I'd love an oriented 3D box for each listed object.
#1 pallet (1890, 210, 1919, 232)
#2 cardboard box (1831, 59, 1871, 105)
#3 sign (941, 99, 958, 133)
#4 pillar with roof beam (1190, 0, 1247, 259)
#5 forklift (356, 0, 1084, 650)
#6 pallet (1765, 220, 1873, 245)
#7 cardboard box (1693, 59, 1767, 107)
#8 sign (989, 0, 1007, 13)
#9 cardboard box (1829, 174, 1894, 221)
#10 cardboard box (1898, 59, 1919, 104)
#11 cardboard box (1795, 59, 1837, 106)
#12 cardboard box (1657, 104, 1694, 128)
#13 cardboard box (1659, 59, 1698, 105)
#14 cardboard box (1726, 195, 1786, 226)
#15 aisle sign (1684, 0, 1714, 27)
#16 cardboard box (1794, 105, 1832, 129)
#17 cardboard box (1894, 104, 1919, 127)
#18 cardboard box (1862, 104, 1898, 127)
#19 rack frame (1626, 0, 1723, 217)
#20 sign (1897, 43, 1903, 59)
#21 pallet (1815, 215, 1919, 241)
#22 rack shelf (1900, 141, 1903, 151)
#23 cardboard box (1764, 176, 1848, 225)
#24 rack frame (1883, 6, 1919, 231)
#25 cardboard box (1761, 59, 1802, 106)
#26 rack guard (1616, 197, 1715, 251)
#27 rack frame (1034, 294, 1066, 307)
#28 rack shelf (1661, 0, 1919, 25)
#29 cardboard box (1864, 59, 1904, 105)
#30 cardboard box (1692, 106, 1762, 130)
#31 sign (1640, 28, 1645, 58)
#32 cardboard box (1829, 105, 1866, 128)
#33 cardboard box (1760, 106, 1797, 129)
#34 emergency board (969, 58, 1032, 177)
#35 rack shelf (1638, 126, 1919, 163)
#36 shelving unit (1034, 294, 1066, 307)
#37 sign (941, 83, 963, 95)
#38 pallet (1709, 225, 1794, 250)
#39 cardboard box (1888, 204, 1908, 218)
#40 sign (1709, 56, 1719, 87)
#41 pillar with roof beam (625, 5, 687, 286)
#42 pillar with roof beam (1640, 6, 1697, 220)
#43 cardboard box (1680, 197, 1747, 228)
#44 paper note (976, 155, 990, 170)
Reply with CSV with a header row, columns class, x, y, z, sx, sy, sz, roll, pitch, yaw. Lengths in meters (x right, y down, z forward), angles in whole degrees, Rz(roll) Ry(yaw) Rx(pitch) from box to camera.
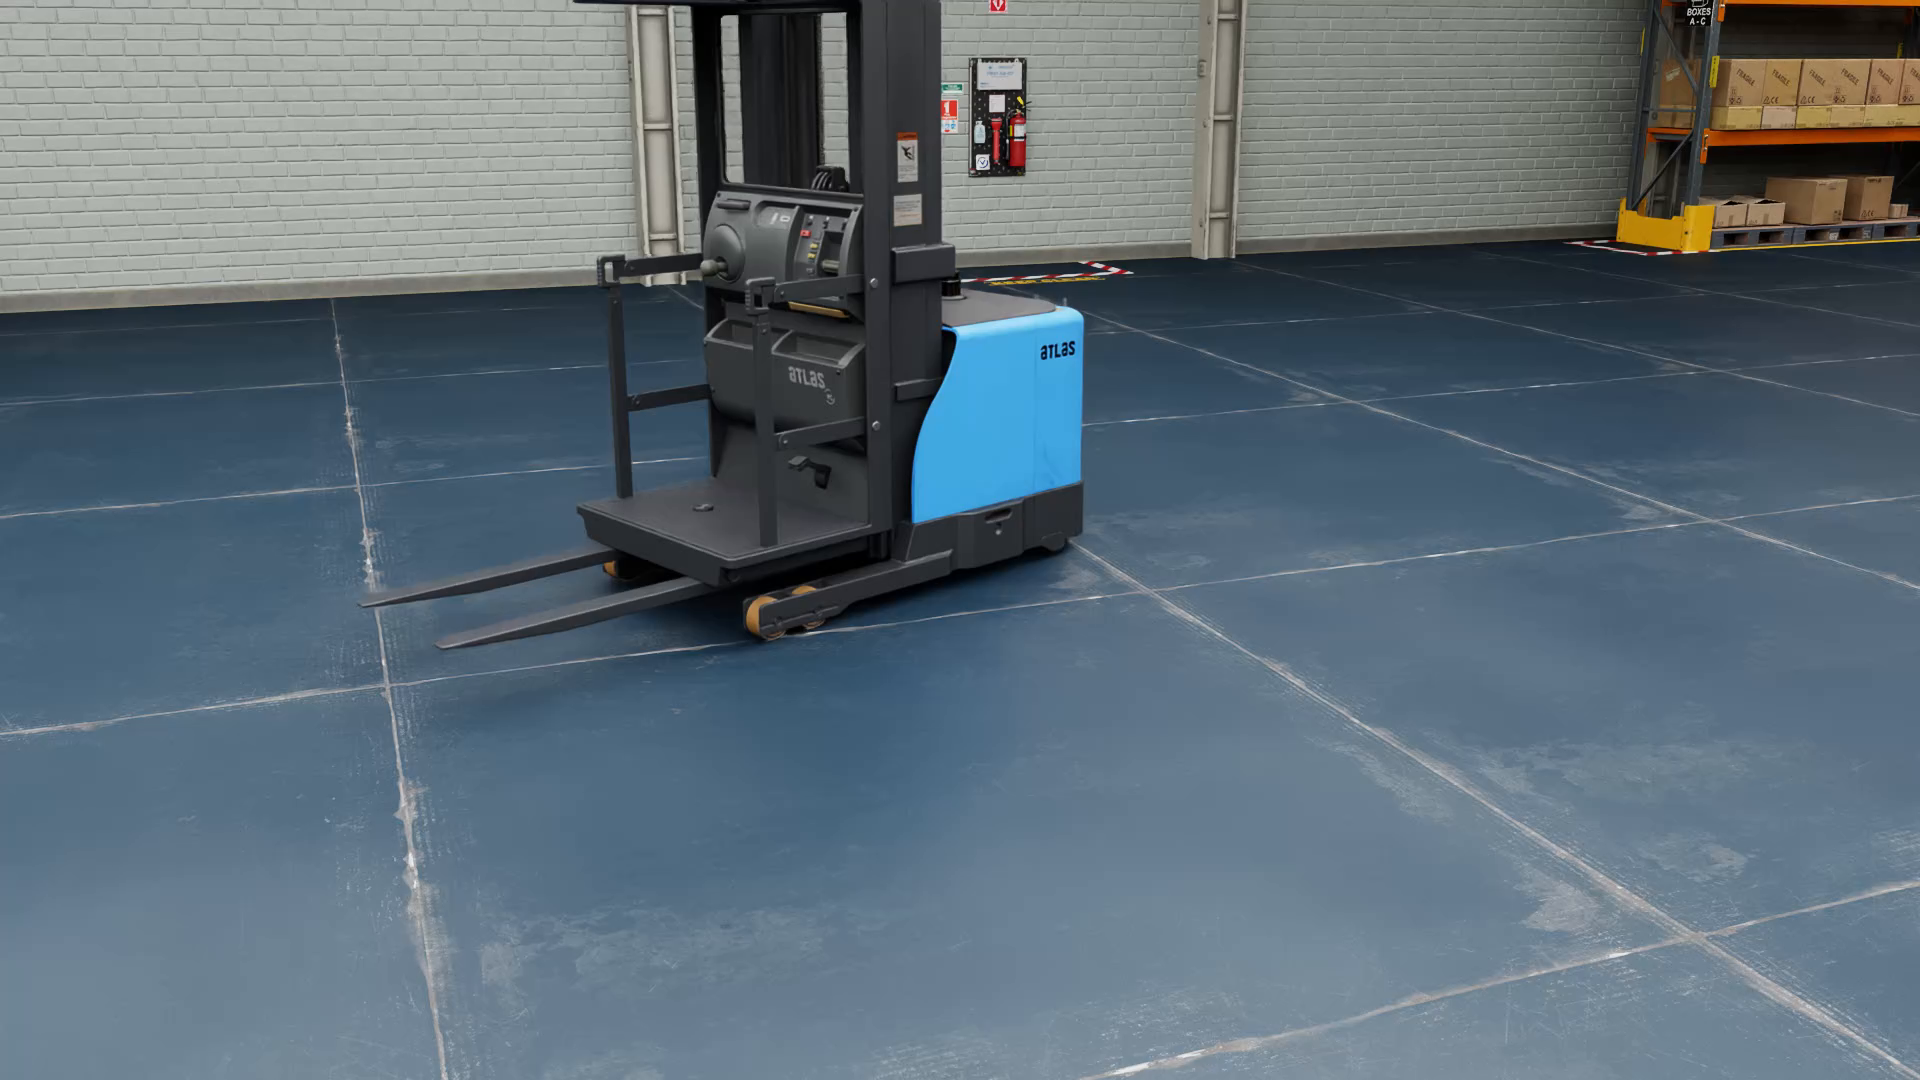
class,x,y,z,sx,sy,sz,roll,pitch,yaw
pallet,12.465,-3.965,20.725,1.213,0.211,1.003,-6,17,-20
cardboard box,9.984,-5.240,19.017,0.500,0.500,0.500,-6,17,-18
sign,-0.130,-4.263,16.728,0.234,0.329,0.001,-6,17,-20
pillar with roof beam,4.285,-6.259,12.943,0.400,9.000,9.100,-6,17,-20
forklift,-0.865,-1.190,6.449,3.031,2.935,1.130,-15,22,-41
pallet,9.983,-3.685,19.771,1.213,0.211,1.003,-6,17,-20
cardboard box,8.557,-5.087,18.497,0.500,0.500,0.500,-6,17,-20
sign,0.380,-5.412,16.591,0.199,0.298,0.001,-6,17,-20
cardboard box,10.784,-4.120,19.961,0.500,0.500,0.500,-8,18,-24
cardboard box,10.944,-5.340,19.360,0.500,0.500,0.500,-6,17,-20
cardboard box,9.506,-5.185,18.830,0.500,0.500,0.500,-7,18,-22
cardboard box,8.370,-4.856,19.042,0.500,0.250,0.500,-6,17,-19
cardboard box,8.367,-5.221,18.955,0.500,0.500,0.500,-6,18,-21
cardboard box,9.214,-3.845,19.359,0.500,0.311,0.500,-5,17,-15
aisle sign,8.043,-5.982,18.030,0.004,0.787,0.394,-6,17,-20
cardboard box,9.530,-4.830,18.952,0.500,0.250,0.500,-6,18,-21
cardboard box,10.936,-4.986,19.484,0.500,0.250,0.500,-6,17,-20
cardboard box,10.472,-4.931,19.297,0.500,0.250,0.500,-6,17,-20
rack frame,8.003,-4.820,18.690,0.127,3.000,1.000,-6,17,-20
sign,11.537,-5.925,20.396,0.005,0.325,0.100,-6,17,-20
pallet,11.124,-3.809,20.194,1.213,0.211,1.003,-6,17,-20
rack shelf,13.606,-5.080,20.851,4.000,0.370,1.077,-6,17,-20
cardboard box,9.917,-3.997,19.540,0.500,0.500,0.700,-7,18,-24
rack frame,11.738,-5.224,20.063,0.127,3.000,1.000,-6,17,-20
cardboard box,9.022,-5.134,18.658,0.500,0.500,0.500,-6,17,-20
rack guard,8.074,-3.629,19.068,0.348,0.500,1.175,-6,17,-20
rack frame,0.419,-0.630,7.879,0.008,1.050,0.200,-15,22,-41
rack shelf,9.871,-6.116,19.055,4.000,0.370,1.077,-6,17,-20
cardboard box,10.470,-5.292,19.197,0.500,0.500,0.500,-7,18,-22
cardboard box,8.573,-4.724,18.591,0.500,0.250,0.500,-7,18,-22
sign,7.823,-5.676,18.986,0.005,0.325,0.100,-6,17,-20
cardboard box,10.003,-4.880,19.123,0.500,0.250,0.500,-6,17,-20
cardboard box,9.052,-4.780,18.782,0.500,0.250,0.500,-7,18,-22
emergency board,0.423,-4.275,16.831,0.643,1.169,0.194,-6,17,-20
rack shelf,9.871,-4.677,19.478,4.000,0.370,1.077,-6,17,-20
shelving unit,0.331,-0.606,7.798,0.252,1.050,0.215,-15,22,-41
sign,-0.122,-4.515,16.647,0.331,0.109,0.001,-6,17,-20
pallet,8.846,-3.563,19.356,1.213,0.211,1.003,-6,17,-20
cardboard box,11.250,-4.014,20.190,0.250,0.166,0.380,-9,18,-27
sign,8.198,-5.093,18.082,0.005,0.325,0.100,-6,17,-20
pillar with roof beam,-1.318,-5.655,10.883,0.400,9.000,9.100,-6,17,-20
pillar with roof beam,9.888,-6.864,15.003,0.400,9.000,9.100,-6,17,-20
cardboard box,8.682,-3.788,19.164,0.500,0.311,0.500,-8,18,-26
paper note,0.233,-3.852,16.956,0.142,0.148,0.016,-6,17,-20
